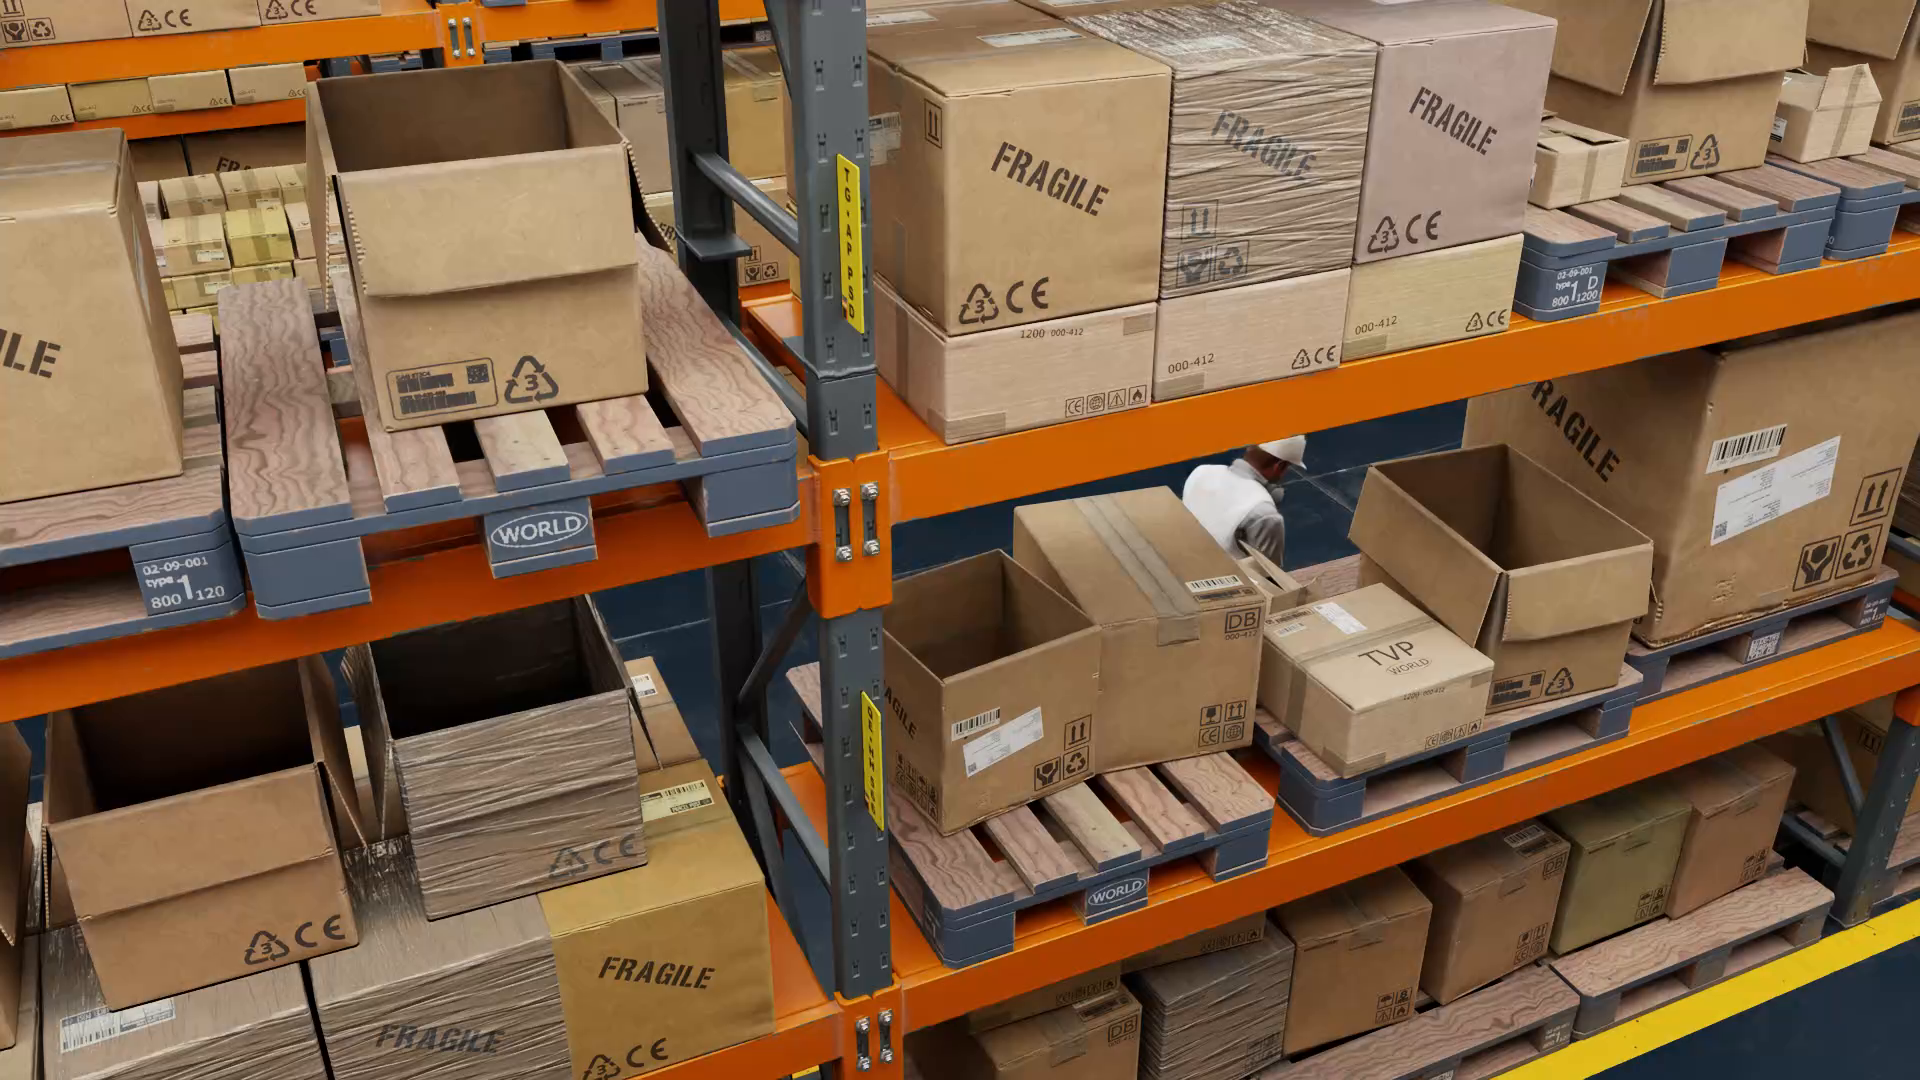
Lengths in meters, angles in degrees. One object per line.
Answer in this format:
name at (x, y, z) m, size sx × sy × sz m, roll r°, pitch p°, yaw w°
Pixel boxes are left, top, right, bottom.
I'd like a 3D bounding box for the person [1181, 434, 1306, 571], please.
person at (1.085, 0.258, 6.819) m, size 0.627 × 1.607 × 0.583 m, roll -13°, pitch 32°, yaw -21°
